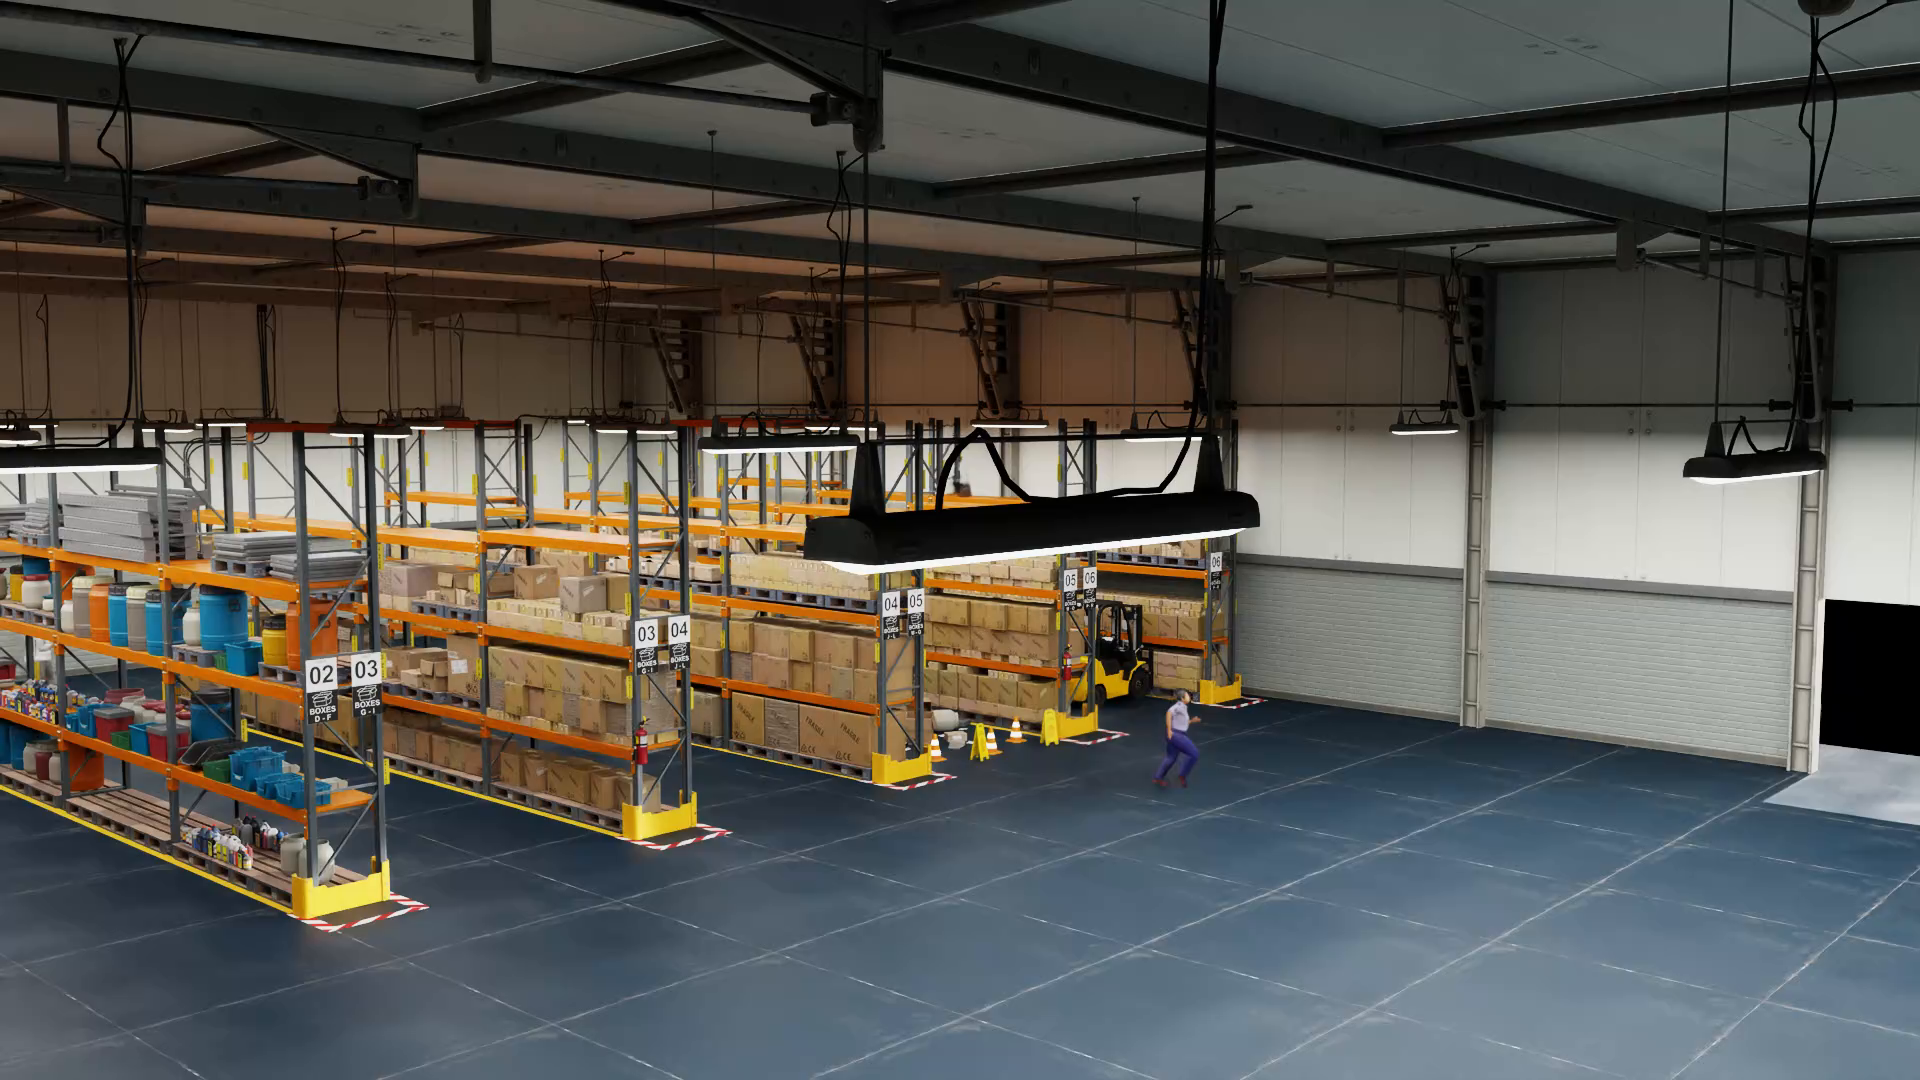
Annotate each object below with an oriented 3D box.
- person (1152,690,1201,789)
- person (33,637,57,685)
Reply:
[{"bbox_3d":[3.565,3.282,27.354,0.796,1.644,0.630,0,5,0],"label":"person"},{"bbox_3d":[-19.376,2.560,35.093,0.802,1.805,0.646,-2,5,-24],"label":"person"}]
